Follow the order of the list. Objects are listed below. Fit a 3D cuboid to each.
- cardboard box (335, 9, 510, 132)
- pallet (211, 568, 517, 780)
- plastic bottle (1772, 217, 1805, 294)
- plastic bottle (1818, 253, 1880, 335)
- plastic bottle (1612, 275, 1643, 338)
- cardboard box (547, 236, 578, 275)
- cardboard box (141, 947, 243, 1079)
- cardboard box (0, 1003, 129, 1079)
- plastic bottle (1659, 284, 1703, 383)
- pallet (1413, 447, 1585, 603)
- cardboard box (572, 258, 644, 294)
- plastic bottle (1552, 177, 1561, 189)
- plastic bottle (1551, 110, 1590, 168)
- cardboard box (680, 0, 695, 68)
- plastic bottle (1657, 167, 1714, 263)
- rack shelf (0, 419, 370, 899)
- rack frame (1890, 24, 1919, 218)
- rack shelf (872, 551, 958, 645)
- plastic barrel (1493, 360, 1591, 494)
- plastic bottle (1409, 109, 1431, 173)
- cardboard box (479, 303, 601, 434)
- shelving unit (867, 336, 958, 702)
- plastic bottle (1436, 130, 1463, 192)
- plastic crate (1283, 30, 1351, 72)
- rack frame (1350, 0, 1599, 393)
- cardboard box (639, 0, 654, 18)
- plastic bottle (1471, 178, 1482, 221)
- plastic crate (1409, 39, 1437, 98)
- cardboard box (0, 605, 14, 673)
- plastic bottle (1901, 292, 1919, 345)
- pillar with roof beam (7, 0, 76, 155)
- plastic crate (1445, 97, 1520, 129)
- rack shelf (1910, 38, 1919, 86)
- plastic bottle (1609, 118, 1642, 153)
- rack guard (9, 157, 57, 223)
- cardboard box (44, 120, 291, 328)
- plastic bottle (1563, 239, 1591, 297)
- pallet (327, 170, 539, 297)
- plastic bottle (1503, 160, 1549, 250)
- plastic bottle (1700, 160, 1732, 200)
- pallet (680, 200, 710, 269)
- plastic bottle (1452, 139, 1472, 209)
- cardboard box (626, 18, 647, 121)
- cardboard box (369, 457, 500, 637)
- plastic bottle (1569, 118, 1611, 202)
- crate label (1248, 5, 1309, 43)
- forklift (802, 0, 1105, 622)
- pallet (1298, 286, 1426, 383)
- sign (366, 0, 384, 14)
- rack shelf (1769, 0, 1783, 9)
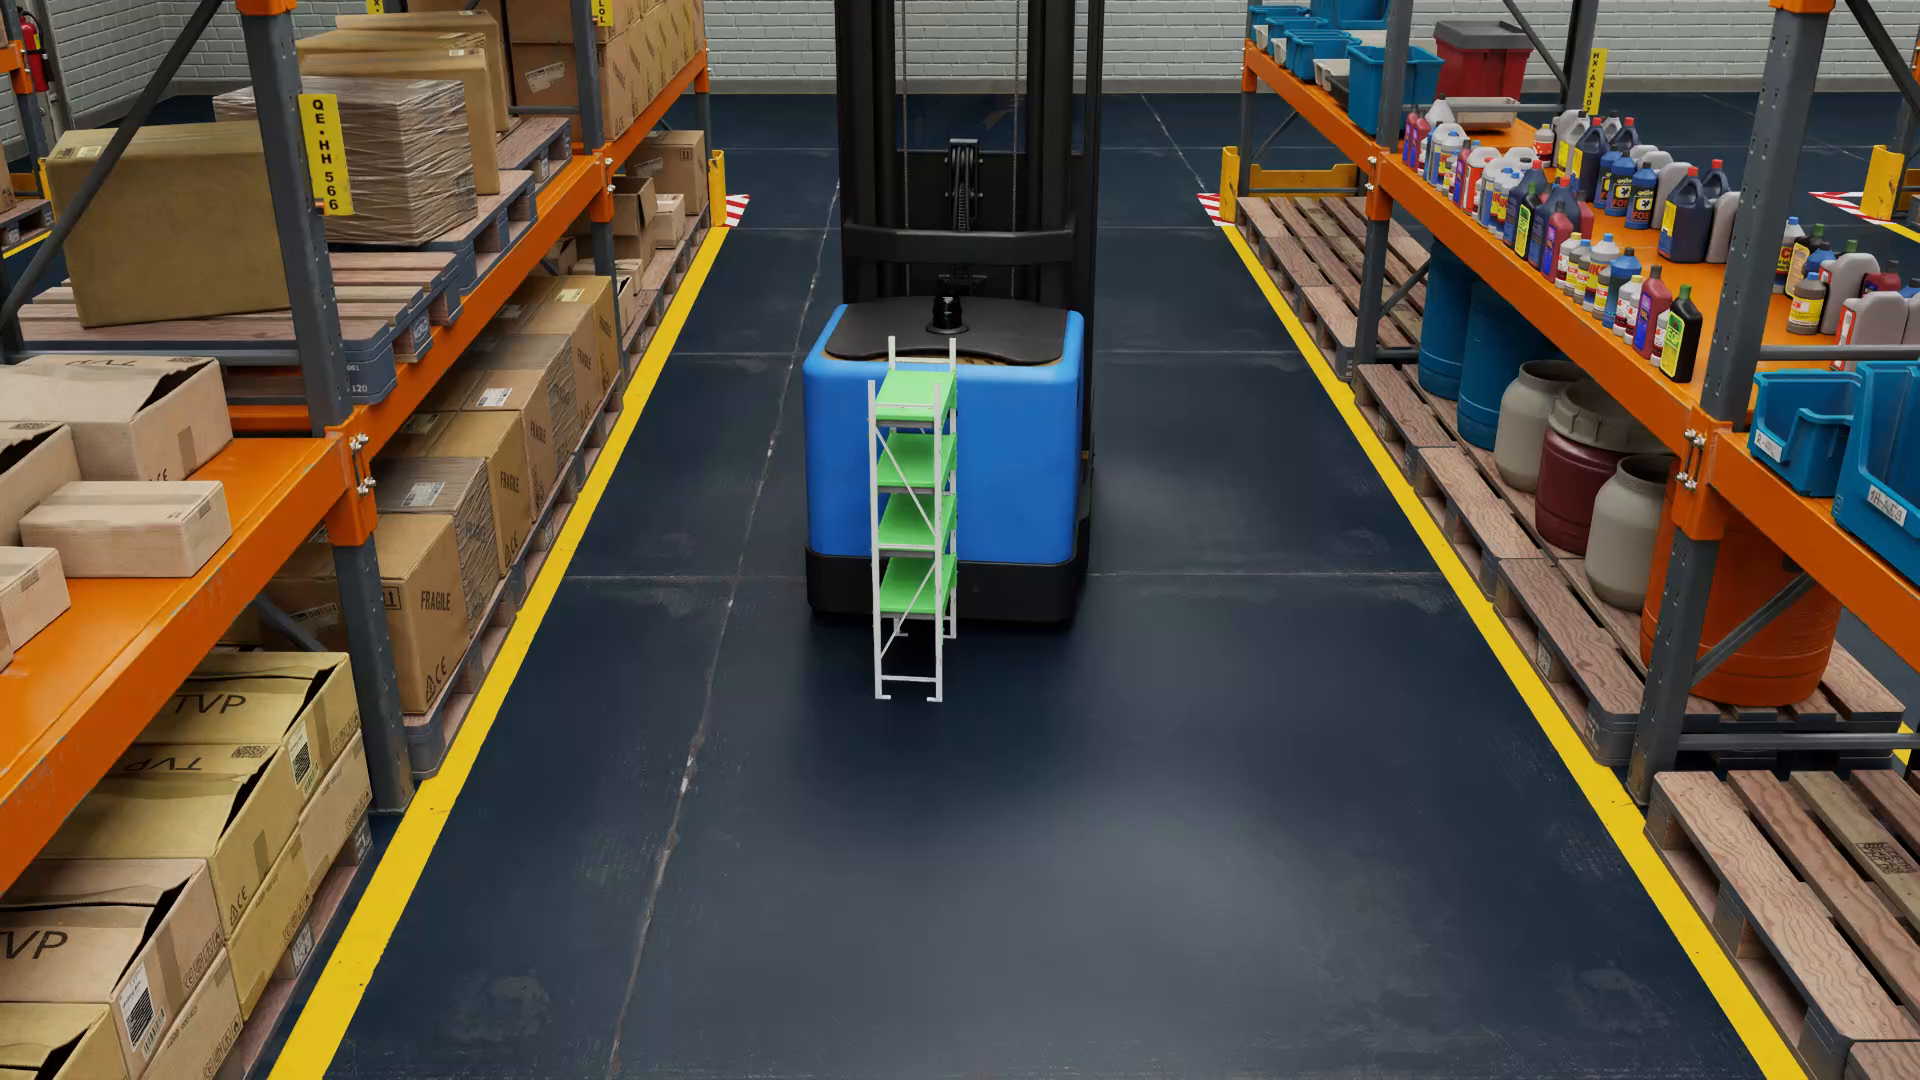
[{"bbox_3d":[-2.536,-2.200,7.843,0.700,0.500,0.500,-9,26,-18],"label":"cardboard box"},{"bbox_3d":[-2.244,0.452,5.995,1.003,0.211,1.213,0,24,-1],"label":"pallet"},{"bbox_3d":[3.015,-1.041,6.069,0.097,0.271,0.097,0,24,0],"label":"plastic bottle"},{"bbox_3d":[2.993,-0.845,5.630,0.152,0.276,0.135,0,24,-1],"label":"plastic bottle"},{"bbox_3d":[2.262,-0.789,5.595,0.097,0.201,0.097,0,24,0],"label":"plastic bottle"},{"bbox_3d":[-2.615,-1.677,10.047,0.500,0.311,0.500,0,24,-1],"label":"cardboard box"},{"bbox_3d":[-2.012,1.186,3.815,0.500,0.250,0.500,0,24,1],"label":"cardboard box"},{"bbox_3d":[-2.003,1.138,3.239,0.500,0.311,0.500,0,24,1],"label":"cardboard box"},{"bbox_3d":[2.249,-0.643,5.174,0.061,0.283,0.133,0,24,-1],"label":"plastic bottle"},{"bbox_3d":[2.619,-0.087,7.187,1.003,0.211,1.213,0,24,-1],"label":"pallet"},{"bbox_3d":[-2.125,-1.599,10.050,0.380,0.166,0.250,0,24,-1],"label":"cardboard box"},{"bbox_3d":[2.393,-1.324,6.694,0.097,0.271,0.097,0,24,0],"label":"plastic bottle"},{"bbox_3d":[2.964,-1.962,8.099,0.152,0.276,0.135,0,24,-1],"label":"plastic bottle"},{"bbox_3d":[-2.074,-3.456,11.130,0.500,0.500,0.500,0,24,0],"label":"cardboard box"},{"bbox_3d":[2.835,-1.270,6.478,0.144,0.351,0.185,0,24,-1],"label":"plastic bottle"},{"bbox_3d":[-2.252,0.641,3.066,1.077,0.370,4.000,0,24,-1],"label":"rack shelf"},{"bbox_3d":[7.545,-3.850,12.123,1.000,3.000,0.127,0,24,-1],"label":"rack frame"},{"bbox_3d":[-0.159,0.202,6.084,0.258,0.148,0.480,2,24,5],"label":"rack shelf"},{"bbox_3d":[2.549,-0.489,7.199,0.421,0.512,0.421,0,24,0],"label":"plastic barrel"},{"bbox_3d":[2.215,-1.919,7.994,0.061,0.283,0.133,0,24,-1],"label":"plastic bottle"},{"bbox_3d":[-2.028,-0.815,7.911,0.500,0.500,0.500,0,24,0],"label":"cardboard box"},{"bbox_3d":[-0.159,-0.075,5.959,0.258,1.200,0.503,2,24,5],"label":"shelving unit"},{"bbox_3d":[2.238,-1.730,7.591,0.097,0.271,0.097,0,24,0],"label":"plastic bottle"},{"bbox_3d":[2.280,-3.133,10.668,0.416,0.233,0.300,0,24,-1],"label":"plastic crate"},{"bbox_3d":[2.636,-2.180,8.430,1.000,3.000,0.127,0,24,-1],"label":"rack frame"},{"bbox_3d":[-2.052,-3.280,9.528,0.500,0.500,0.500,-1,24,-2],"label":"cardboard box"},{"bbox_3d":[2.244,-1.467,7.096,0.097,0.201,0.097,0,24,0],"label":"plastic bottle"},{"bbox_3d":[2.804,-2.783,9.835,0.437,0.282,0.530,0,24,-1],"label":"plastic crate"},{"bbox_3d":[-2.239,0.135,3.190,0.500,0.500,0.500,-2,24,-3],"label":"cardboard box"},{"bbox_3d":[2.998,-0.655,5.208,0.152,0.276,0.135,0,24,-1],"label":"plastic bottle"},{"bbox_3d":[-3.904,-7.645,13.233,9.100,9.000,0.400,0,24,-1],"label":"pillar with roof beam"},{"bbox_3d":[2.774,-2.279,8.897,0.396,0.136,0.243,0,24,-1],"label":"plastic crate"},{"bbox_3d":[7.567,-2.698,10.449,1.077,0.370,4.000,0,24,-1],"label":"rack shelf"},{"bbox_3d":[2.975,-1.704,7.437,0.144,0.351,0.185,0,24,-1],"label":"plastic bottle"},{"bbox_3d":[-7.314,-2.655,12.513,1.175,0.500,0.348,0,24,-1],"label":"rack guard"},{"bbox_3d":[-2.393,-1.007,5.205,0.700,0.500,0.500,-9,26,-18],"label":"cardboard box"},{"bbox_3d":[2.257,-0.989,6.038,0.097,0.201,0.097,0,24,0],"label":"plastic bottle"},{"bbox_3d":[-2.299,-1.225,6.551,1.003,0.211,1.213,0,24,-1],"label":"pallet"},{"bbox_3d":[2.273,-1.342,6.636,0.144,0.351,0.185,0,24,-1],"label":"plastic bottle"},{"bbox_3d":[2.985,-1.326,6.602,0.144,0.351,0.185,0,24,-1],"label":"plastic bottle"},{"bbox_3d":[-2.350,-2.177,11.807,1.003,0.211,1.213,0,24,-1],"label":"pallet"},{"bbox_3d":[2.223,-1.608,7.306,0.061,0.283,0.133,0,24,-1],"label":"plastic bottle"},{"bbox_3d":[-2.059,-2.627,9.297,0.500,0.500,0.500,0,24,0],"label":"cardboard box"},{"bbox_3d":[-2.004,0.023,6.058,0.500,0.500,0.500,-1,24,-2],"label":"cardboard box"},{"bbox_3d":[2.831,-1.703,7.436,0.144,0.351,0.185,0,24,-1],"label":"plastic bottle"},{"bbox_3d":[2.266,-3.676,11.868,0.416,0.233,0.303,0,24,-1],"label":"crate label"},{"bbox_3d":[0.063,-1.593,7.215,1.130,2.935,3.031,2,24,5],"label":"forklift"},{"bbox_3d":[2.589,-1.212,9.674,1.003,0.211,1.213,0,24,-1],"label":"pallet"},{"bbox_3d":[-2.860,-2.548,8.193,0.100,0.325,0.005,0,24,-1],"label":"sign"},{"bbox_3d":[2.658,-2.395,6.138,1.077,0.370,4.000,0,24,-1],"label":"rack shelf"}]
